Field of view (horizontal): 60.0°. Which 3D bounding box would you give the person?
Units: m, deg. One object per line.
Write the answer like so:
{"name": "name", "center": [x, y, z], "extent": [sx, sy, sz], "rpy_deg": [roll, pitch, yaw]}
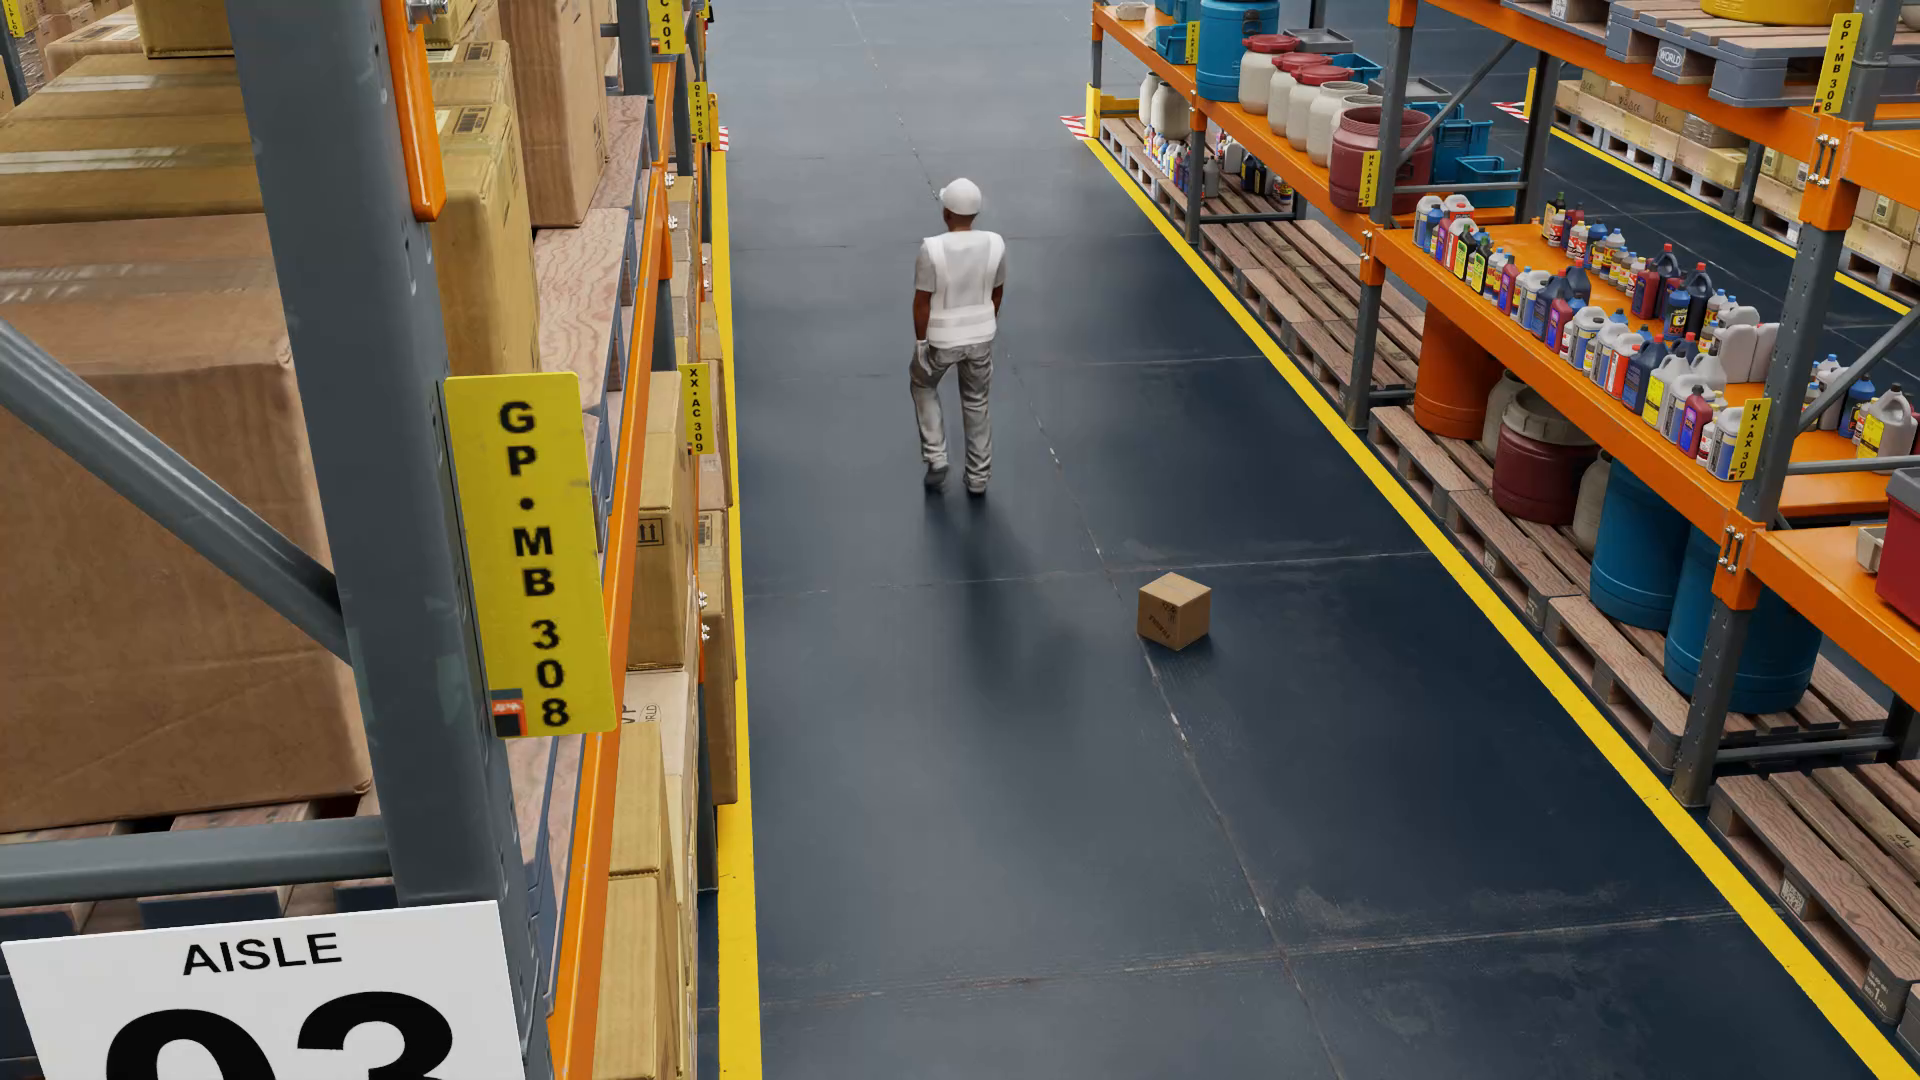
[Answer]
{"name": "person", "center": [-0.022, -1.122, 9.296], "extent": [0.559, 1.826, 0.480], "rpy_deg": [-8, 28, -15]}
